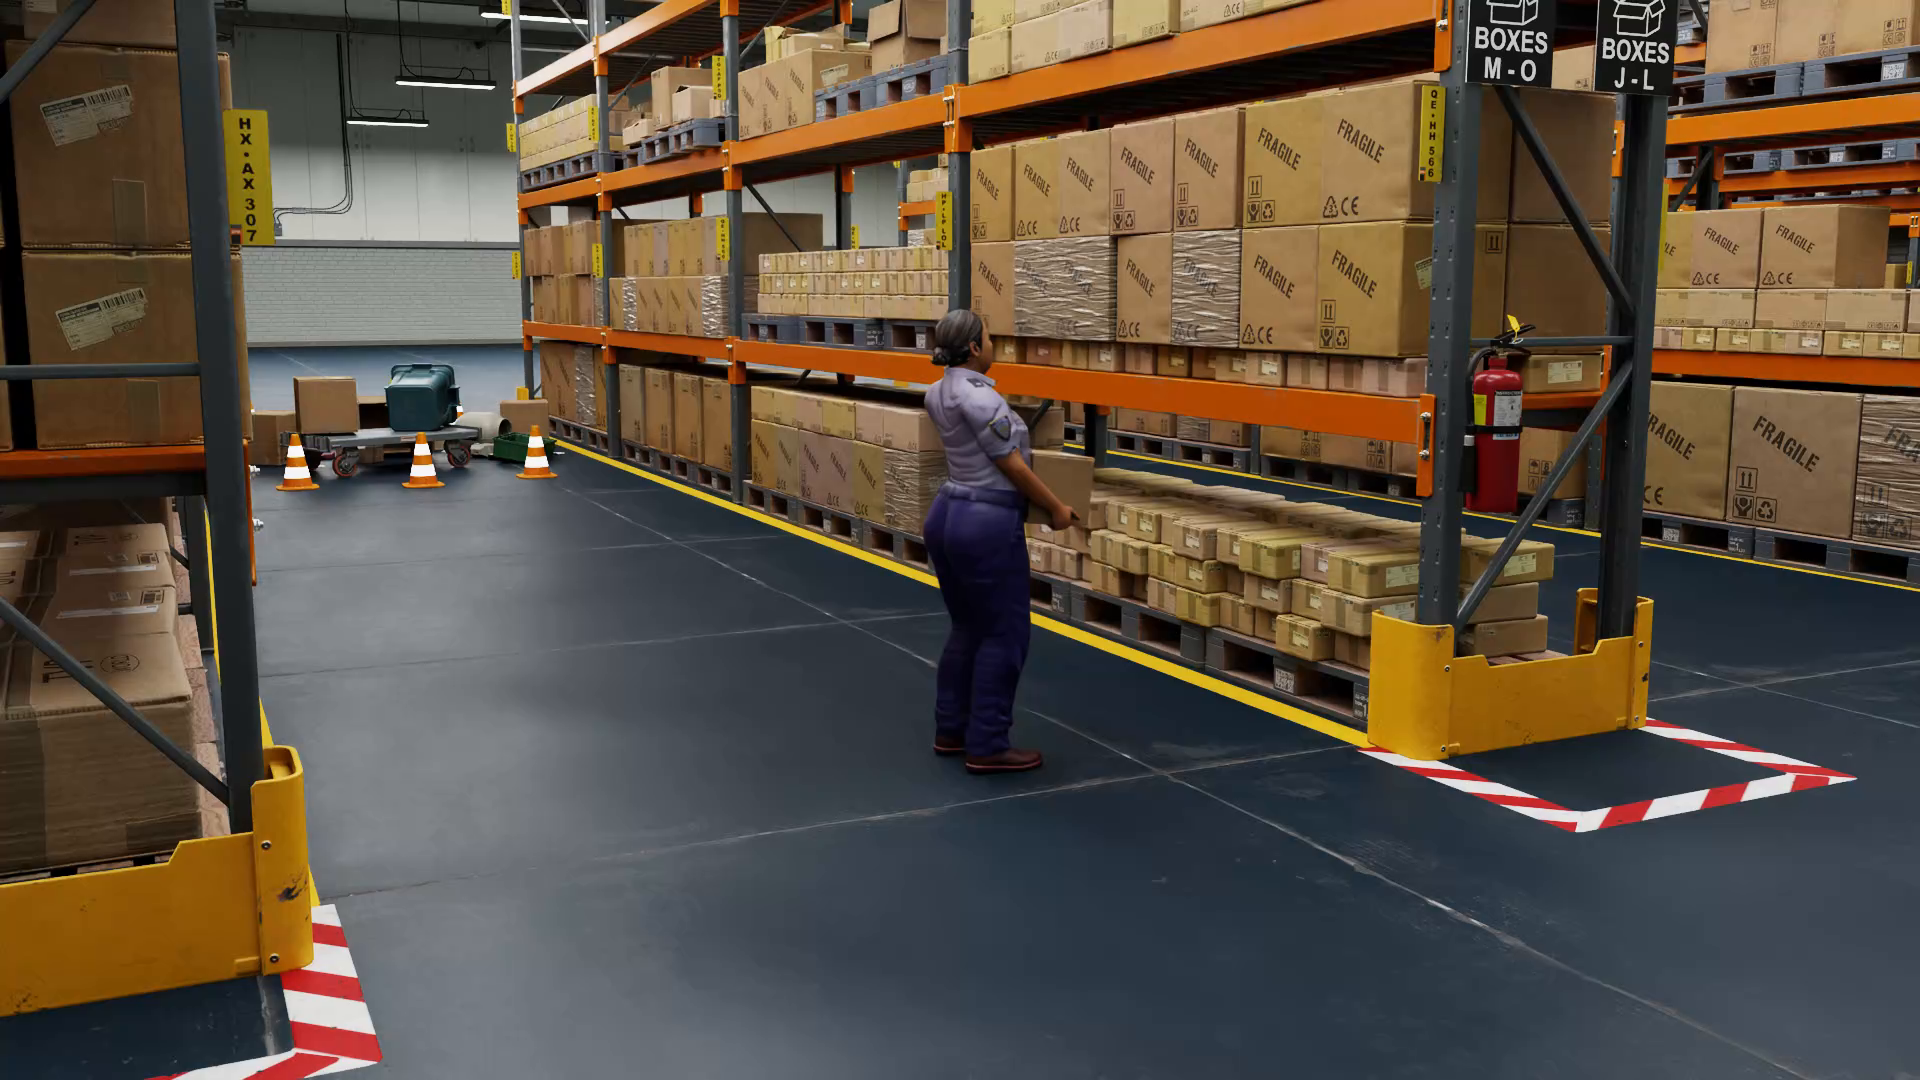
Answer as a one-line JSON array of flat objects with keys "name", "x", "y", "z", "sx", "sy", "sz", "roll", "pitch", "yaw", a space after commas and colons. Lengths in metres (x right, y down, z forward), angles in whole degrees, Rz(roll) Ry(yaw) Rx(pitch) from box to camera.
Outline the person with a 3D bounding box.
[{"name": "person", "x": 0.138, "y": -0.002, "z": 5.999, "sx": 0.518, "sy": 1.619, "sz": 0.452, "roll": -4, "pitch": 10, "yaw": -25}]
